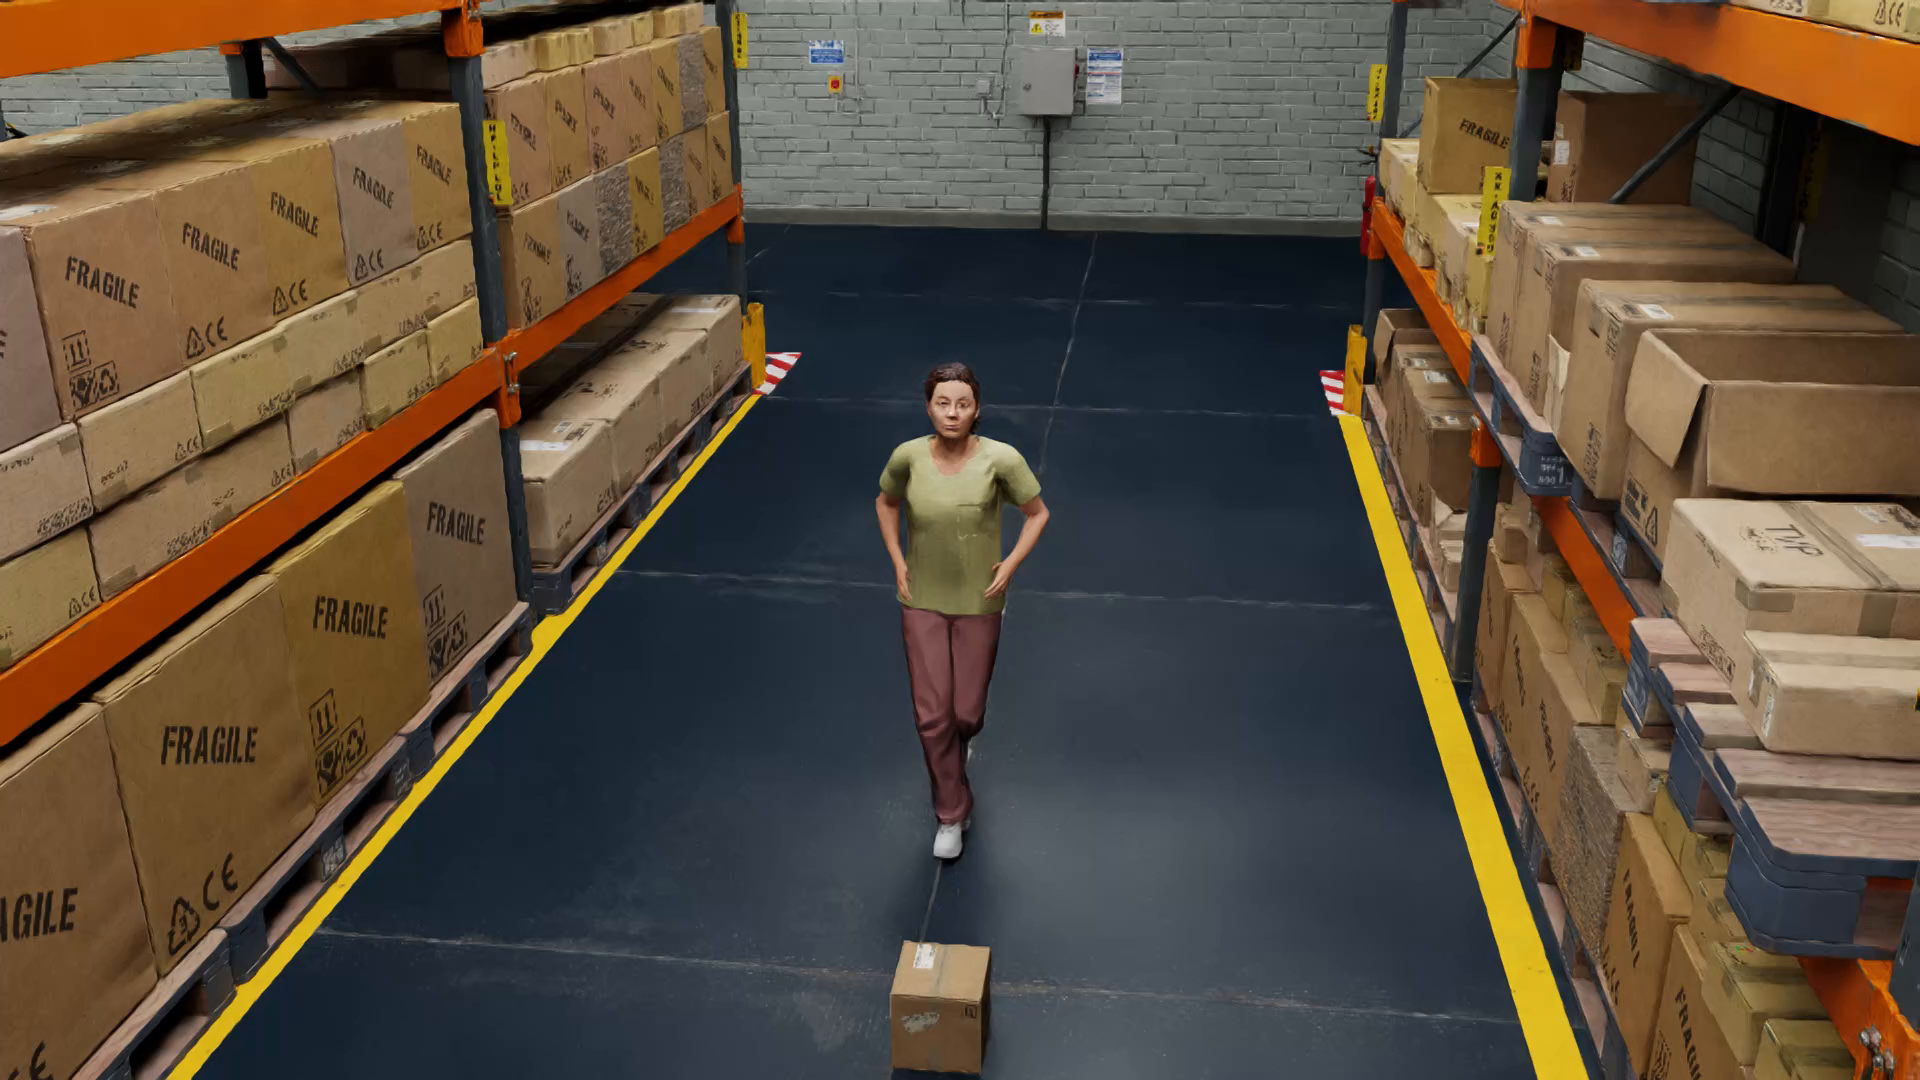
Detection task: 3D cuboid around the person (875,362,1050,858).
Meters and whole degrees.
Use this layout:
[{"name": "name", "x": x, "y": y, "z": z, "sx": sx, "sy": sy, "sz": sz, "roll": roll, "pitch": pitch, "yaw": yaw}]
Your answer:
[{"name": "person", "x": -0.005, "y": 0.202, "z": 5.589, "sx": 0.594, "sy": 1.643, "sz": 0.693, "roll": 3, "pitch": 21, "yaw": 7}]
